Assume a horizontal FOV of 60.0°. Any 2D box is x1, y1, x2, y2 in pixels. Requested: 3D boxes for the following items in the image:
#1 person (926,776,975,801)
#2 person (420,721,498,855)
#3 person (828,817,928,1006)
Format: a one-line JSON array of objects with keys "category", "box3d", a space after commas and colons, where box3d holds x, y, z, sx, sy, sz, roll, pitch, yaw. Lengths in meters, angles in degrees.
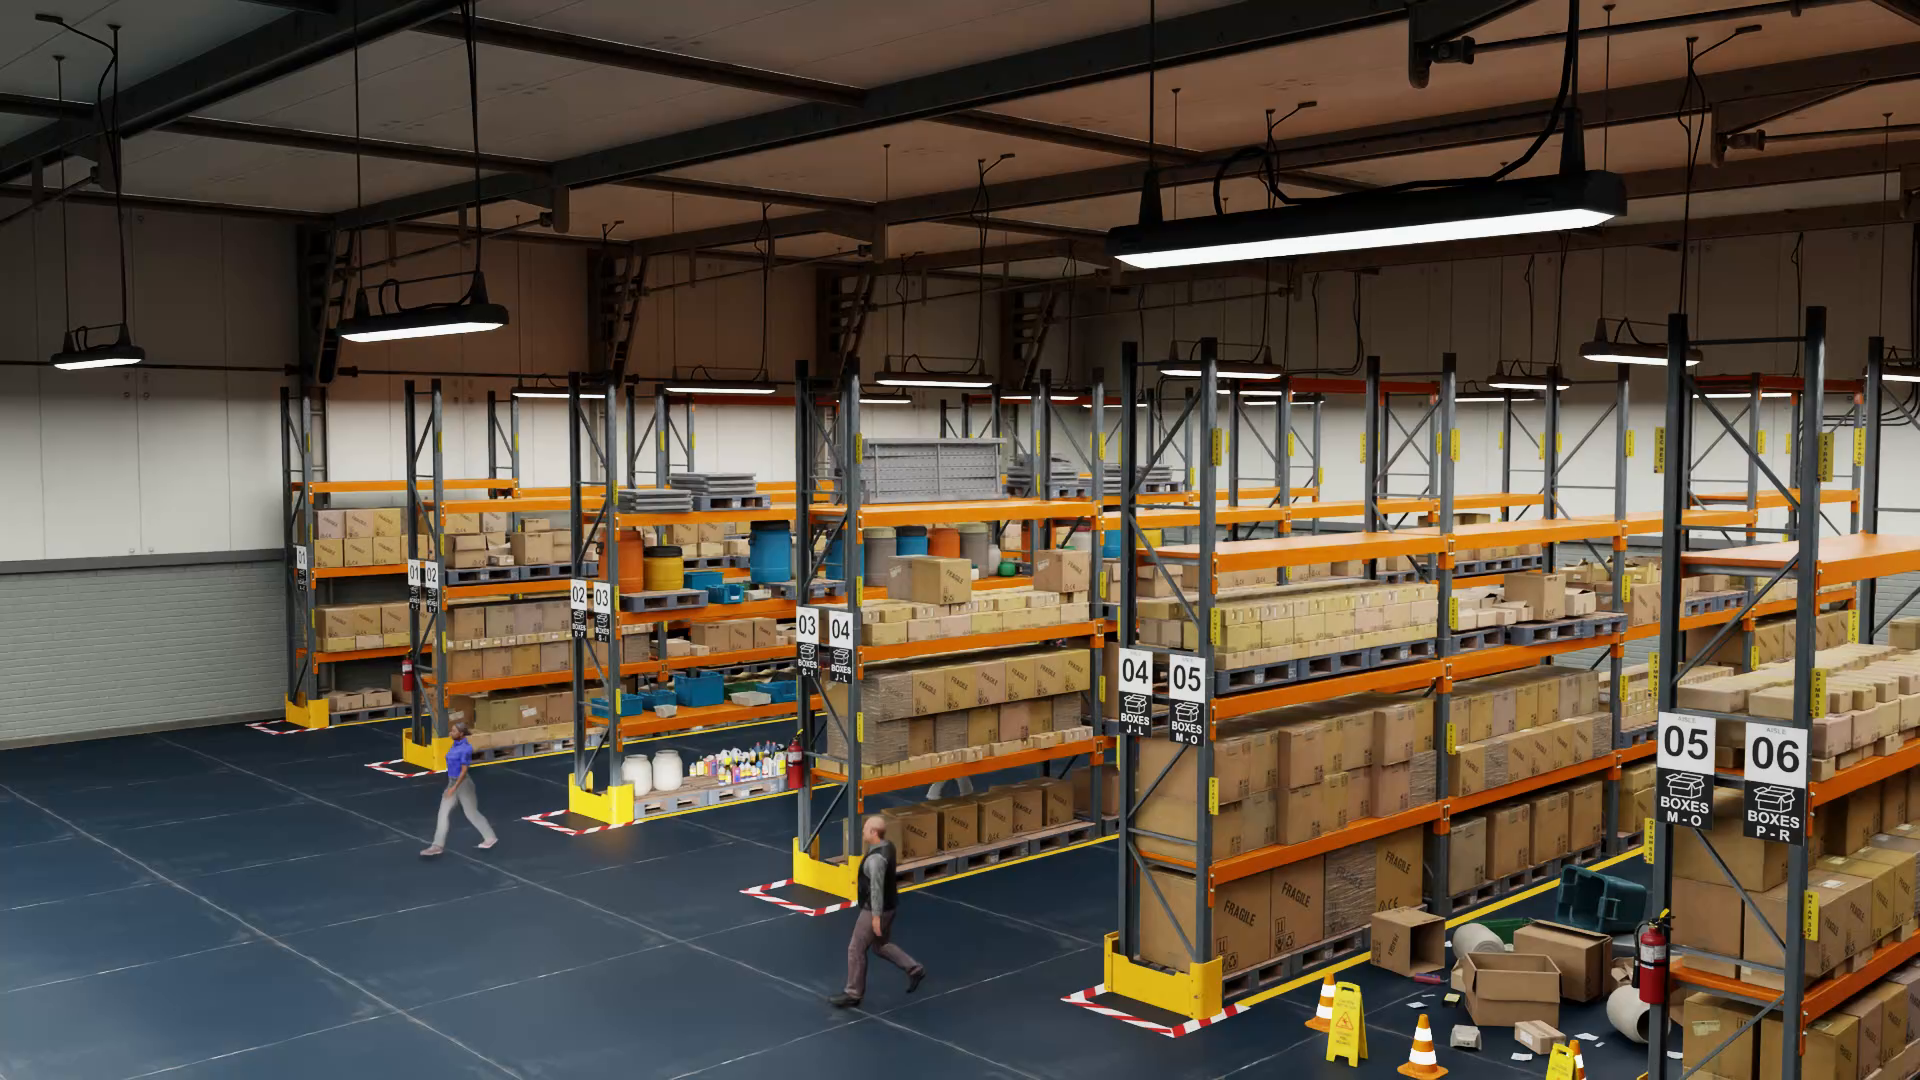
[{"category": "person", "box3d": [-0.192, 2.848, 23.049, 0.871, 1.638, 0.504, -1, 4, -15]}, {"category": "person", "box3d": [-6.165, 3.039, 20.425, 0.937, 1.594, 0.474, -3, 5, -43]}, {"category": "person", "box3d": [-0.736, 3.347, 15.074, 0.883, 1.697, 0.567, 1, 4, 10]}]
